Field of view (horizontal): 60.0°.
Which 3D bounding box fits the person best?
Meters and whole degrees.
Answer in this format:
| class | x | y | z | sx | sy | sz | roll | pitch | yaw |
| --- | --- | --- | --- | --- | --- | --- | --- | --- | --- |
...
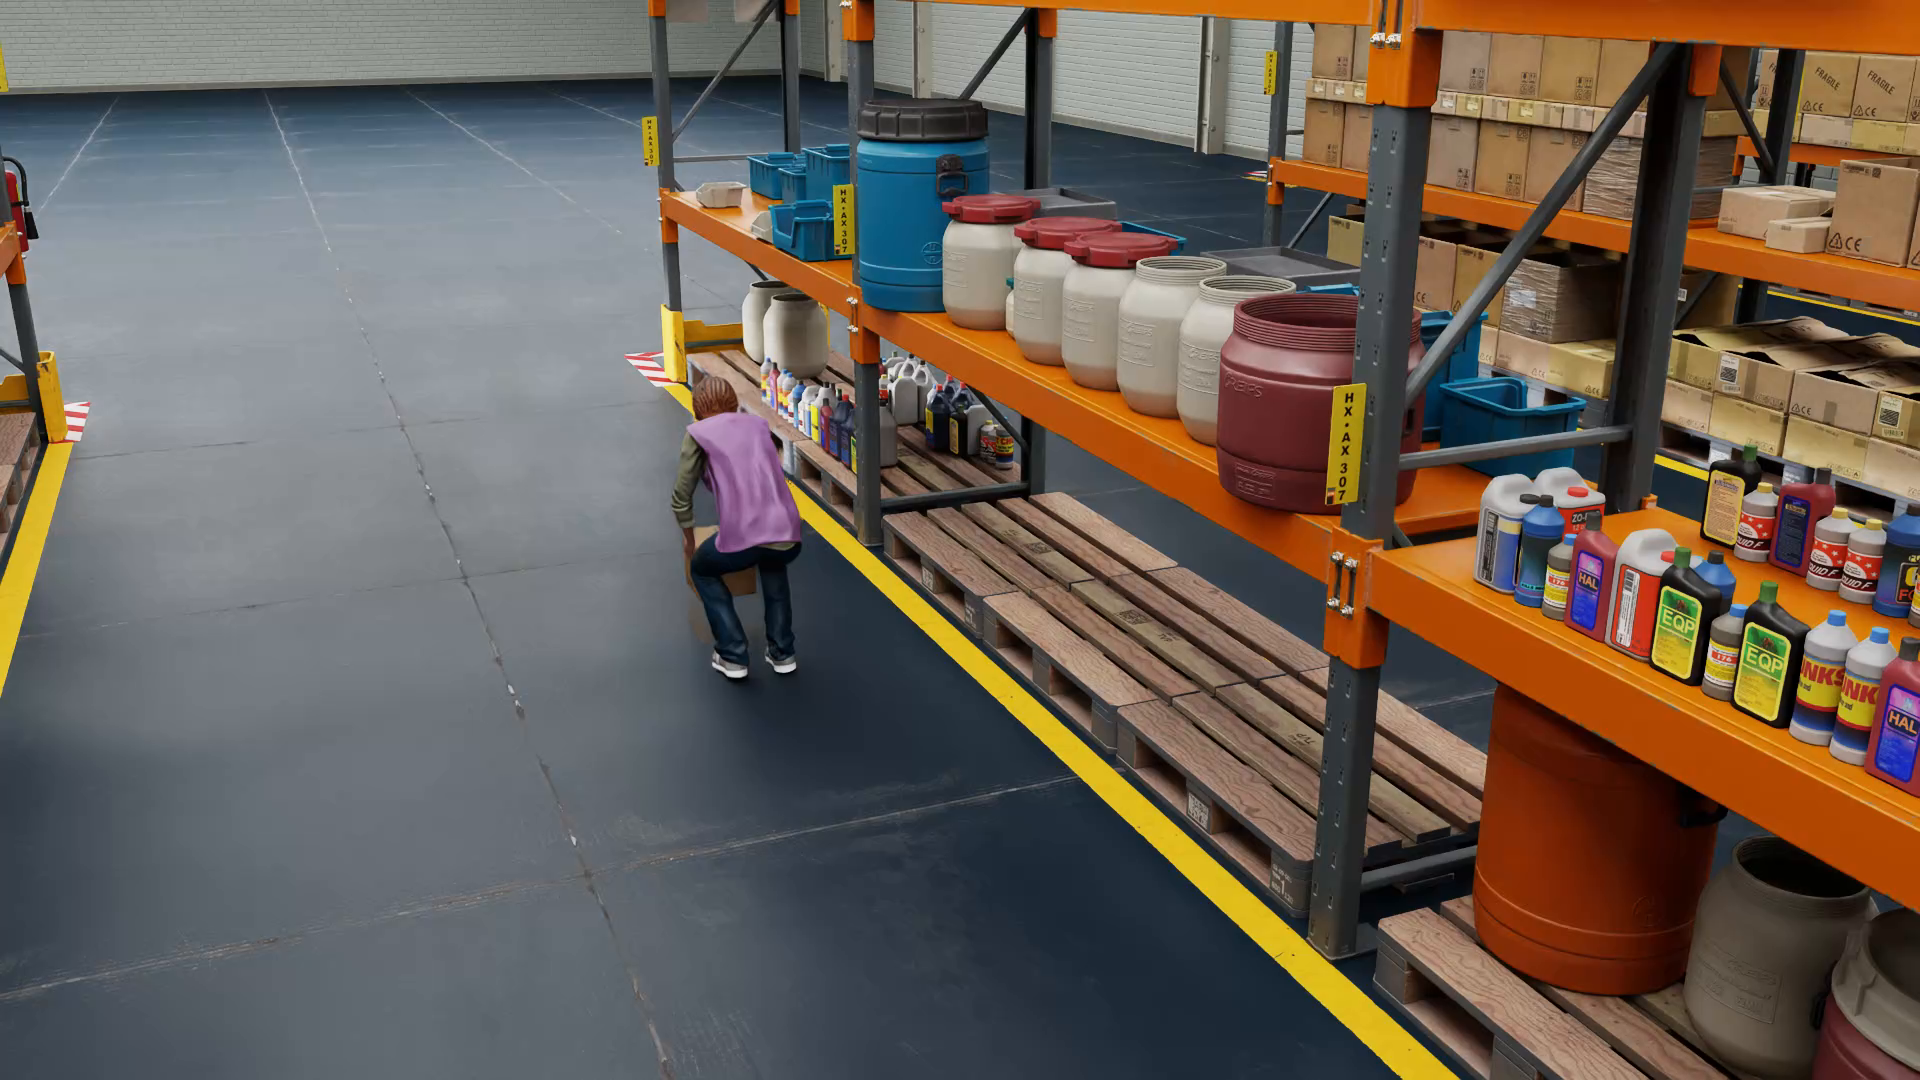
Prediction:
| class | x | y | z | sx | sy | sz | roll | pitch | yaw |
| --- | --- | --- | --- | --- | --- | --- | --- | --- | --- |
| person | -0.912 | -0.025 | 6.802 | 0.464 | 1.175 | 0.710 | -8 | 21 | -22 |
